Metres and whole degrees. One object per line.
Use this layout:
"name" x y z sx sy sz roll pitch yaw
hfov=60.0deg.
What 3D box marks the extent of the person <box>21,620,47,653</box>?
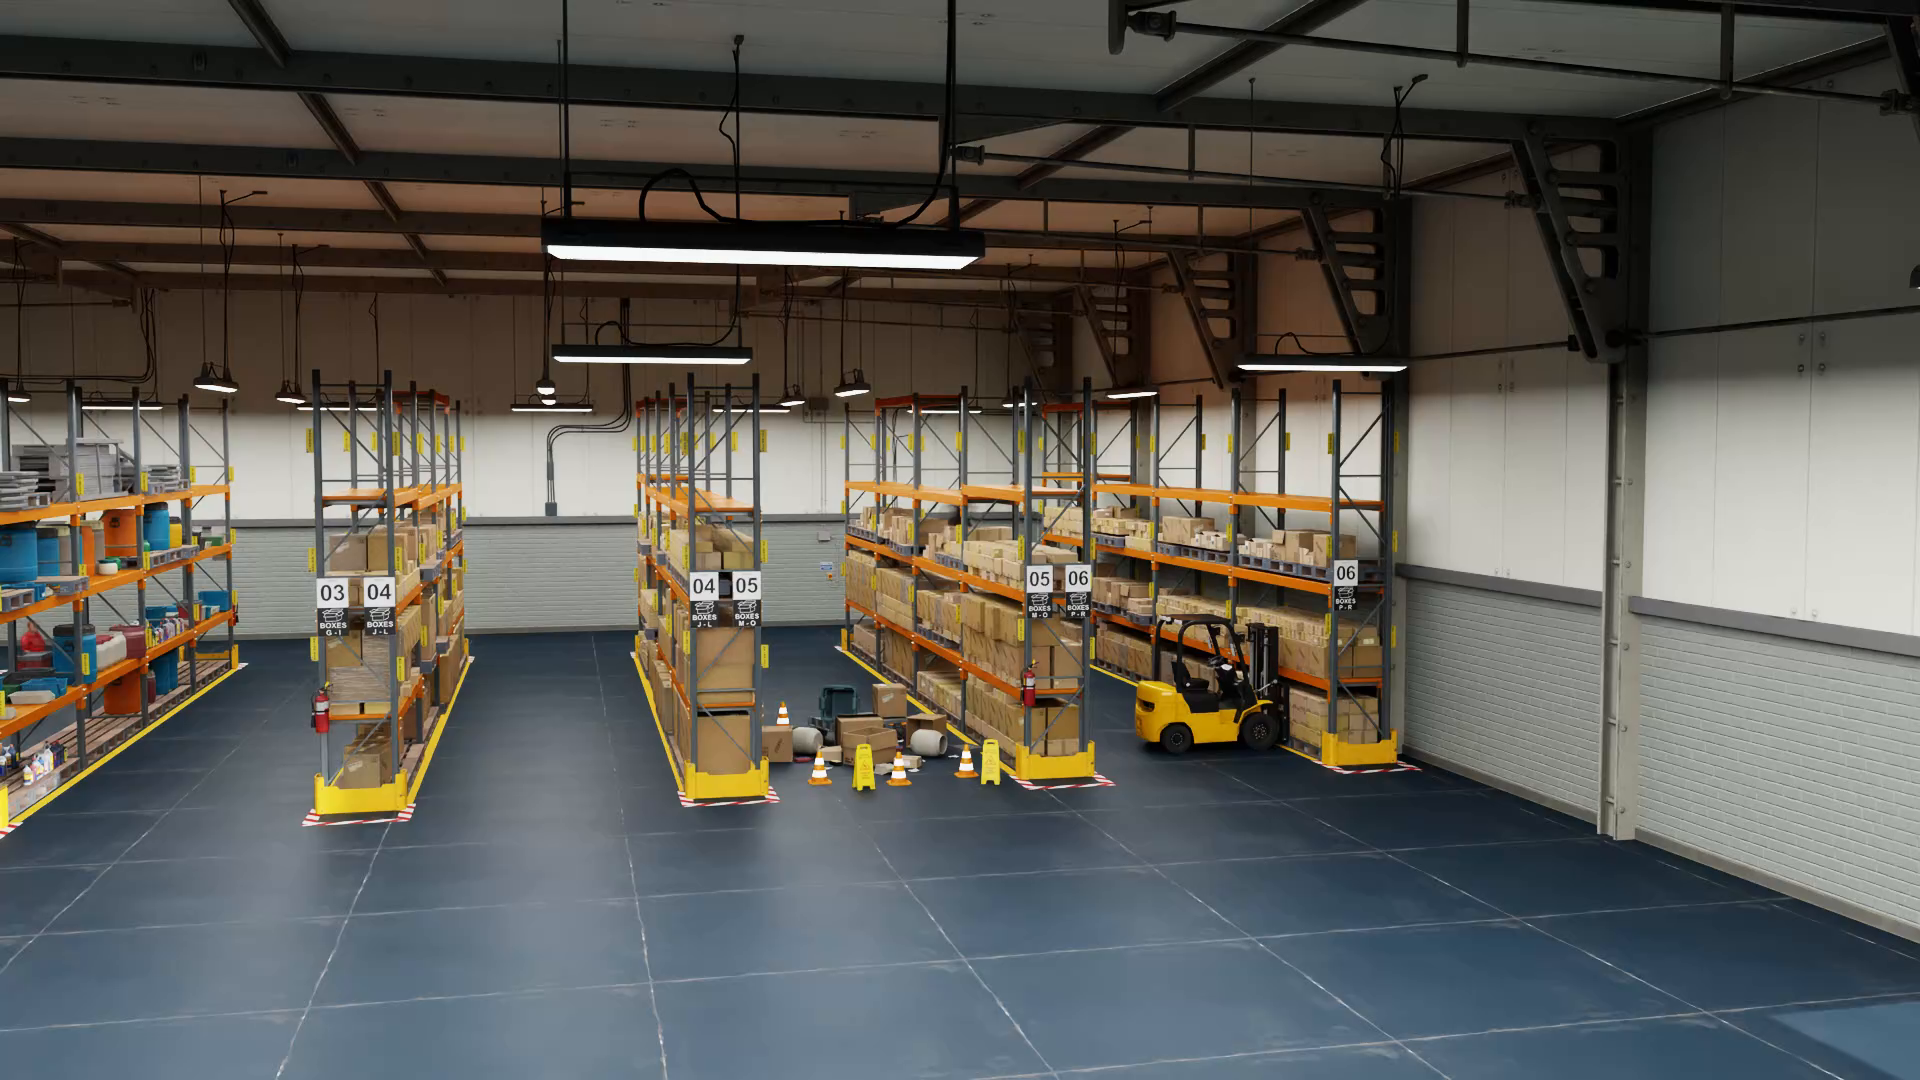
"person" -17.214 2.374 30.975 0.403 1.772 0.561 -1 3 -17
